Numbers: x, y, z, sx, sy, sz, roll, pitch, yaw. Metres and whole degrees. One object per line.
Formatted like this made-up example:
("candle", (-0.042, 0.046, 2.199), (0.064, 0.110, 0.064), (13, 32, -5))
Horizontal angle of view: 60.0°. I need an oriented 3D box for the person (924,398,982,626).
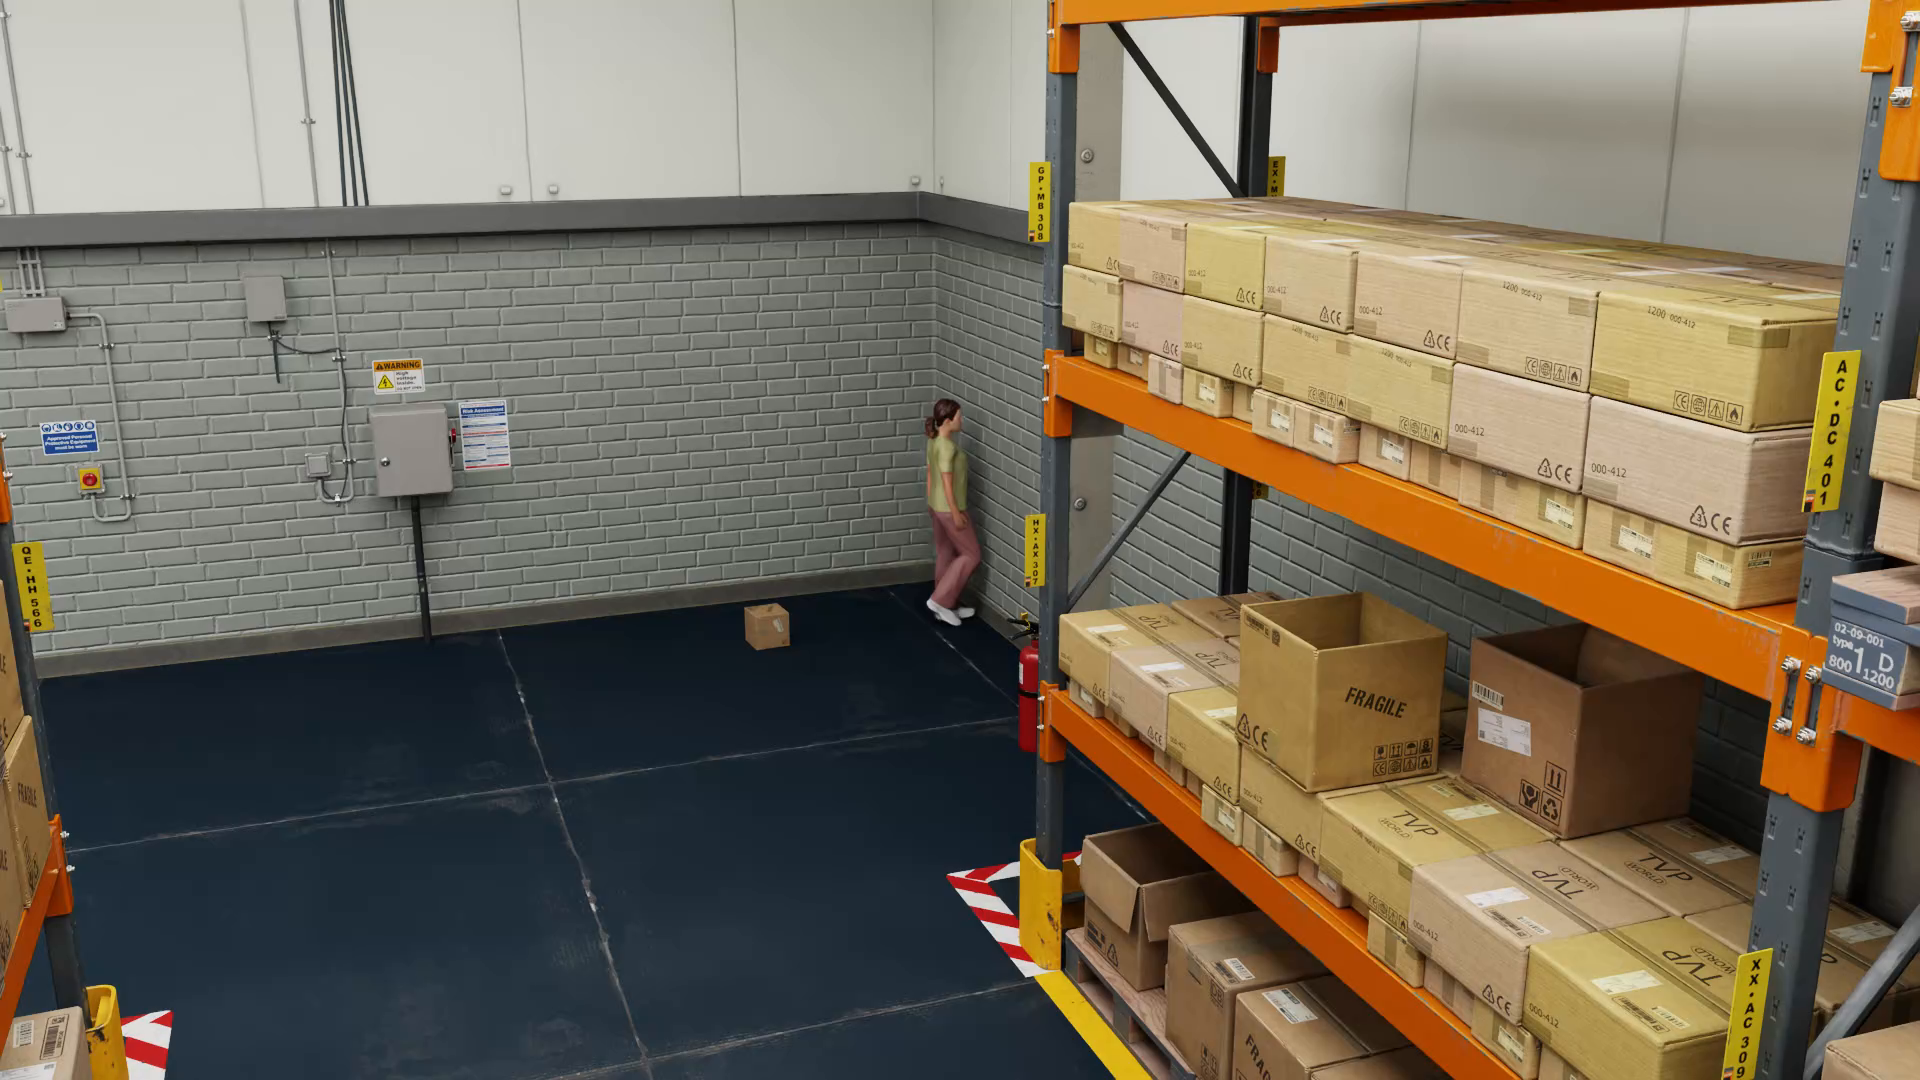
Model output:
("person", (-0.077, -0.213, 12.261), (0.413, 1.682, 0.463), (-4, 16, -15))
